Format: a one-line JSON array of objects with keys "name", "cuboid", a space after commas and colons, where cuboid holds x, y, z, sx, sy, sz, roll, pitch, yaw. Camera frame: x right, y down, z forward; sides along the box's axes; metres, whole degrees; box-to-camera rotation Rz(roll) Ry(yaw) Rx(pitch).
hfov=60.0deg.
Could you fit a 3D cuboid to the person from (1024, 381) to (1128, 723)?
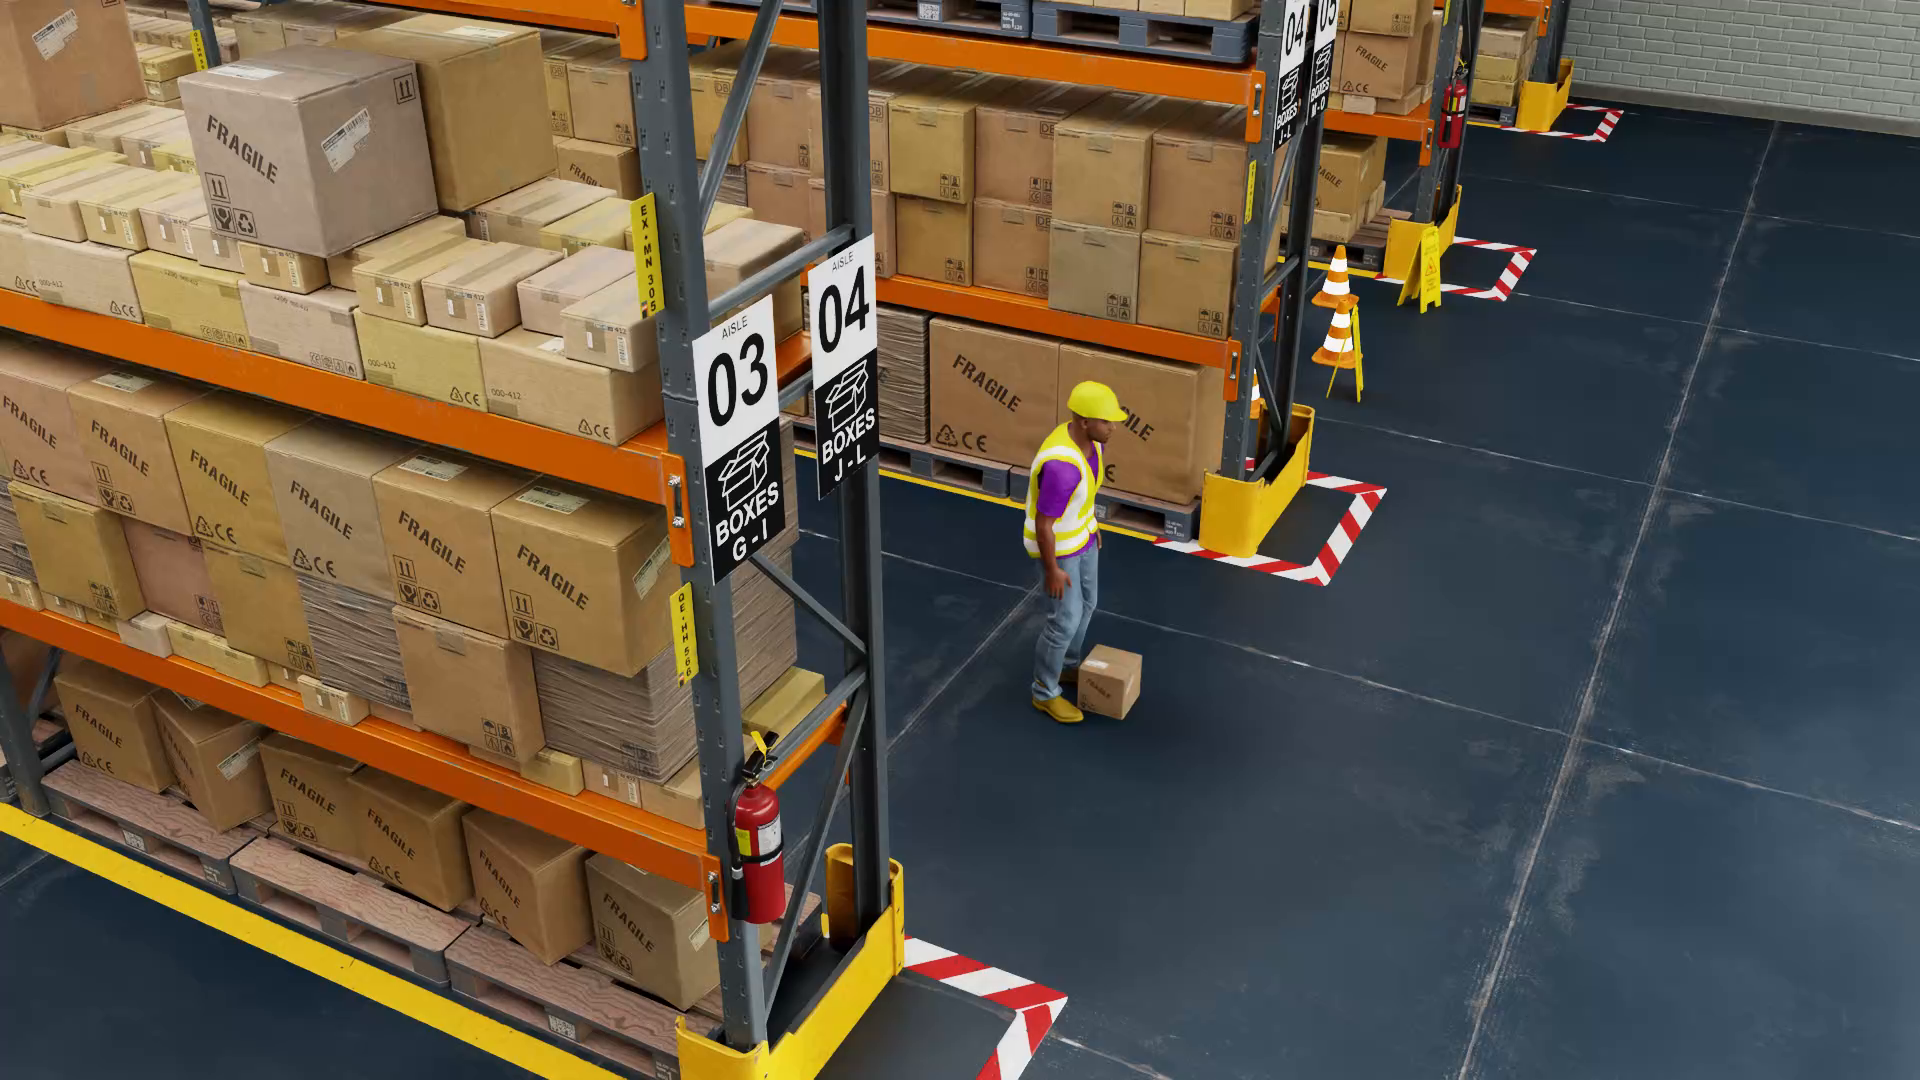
[{"name": "person", "cuboid": [0.560, 0.026, 8.231, 0.463, 1.759, 0.625, 13, 32, 21]}]
